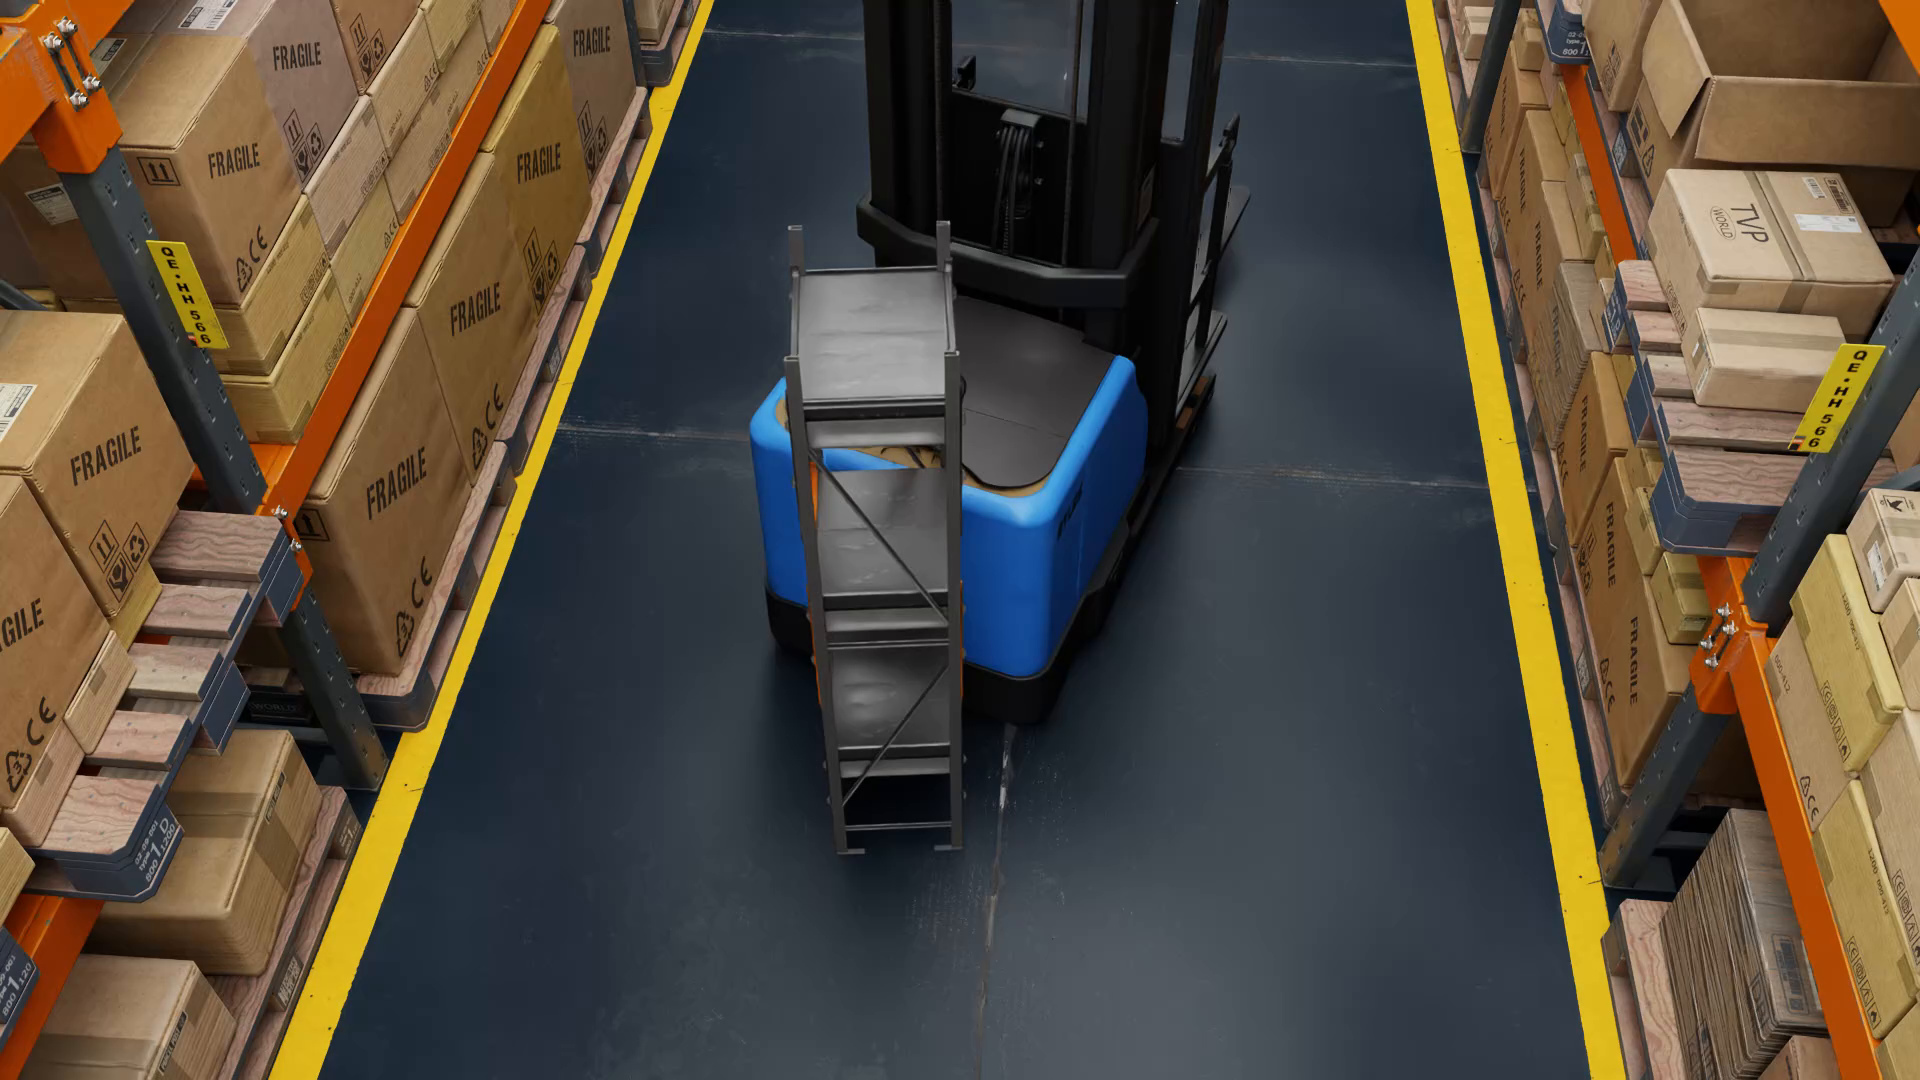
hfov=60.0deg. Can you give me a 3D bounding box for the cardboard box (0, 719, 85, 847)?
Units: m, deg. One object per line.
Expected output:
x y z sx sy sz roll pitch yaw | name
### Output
-2.168 0.519 3.629 0.380 0.149 0.250 2 48 2 | cardboard box

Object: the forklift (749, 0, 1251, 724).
0.378 -1.476 5.614 1.130 2.935 3.031 18 50 16 | forklift

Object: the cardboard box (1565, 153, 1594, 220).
2.567 -1.354 6.425 0.380 0.149 0.250 4 48 3 | cardboard box

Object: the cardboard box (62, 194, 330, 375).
-2.119 -0.729 4.647 0.500 0.250 0.500 4 48 3 | cardboard box

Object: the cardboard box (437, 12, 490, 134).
-1.992 -1.674 5.850 0.500 0.250 0.500 4 48 4 | cardboard box

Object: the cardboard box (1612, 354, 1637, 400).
2.478 -0.589 5.726 0.380 0.149 0.250 3 48 3 | cardboard box

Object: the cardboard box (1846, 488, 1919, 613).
2.210 0.037 3.676 0.380 0.149 0.250 5 48 5 | cardboard box

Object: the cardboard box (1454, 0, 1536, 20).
2.687 -2.774 8.323 0.396 0.266 0.258 5 48 5 | cardboard box

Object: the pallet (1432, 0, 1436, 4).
3.069 -3.326 9.149 1.003 0.211 1.213 4 48 4 | pallet

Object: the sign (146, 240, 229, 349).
-1.870 -0.590 4.026 0.100 0.325 0.005 4 48 4 | sign

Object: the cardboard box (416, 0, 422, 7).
-1.975 -2.088 5.381 0.500 0.500 0.500 5 48 4 | cardboard box

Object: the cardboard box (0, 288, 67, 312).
-2.620 -0.747 4.663 0.500 0.250 0.500 4 48 3 | cardboard box

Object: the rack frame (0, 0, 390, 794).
-2.411 -0.256 4.451 1.000 3.000 0.127 4 48 4 | rack frame

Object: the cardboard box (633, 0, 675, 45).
-1.883 -2.926 8.345 0.875 0.438 0.875 3 48 3 | cardboard box

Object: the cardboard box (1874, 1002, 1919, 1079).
2.158 1.184 3.236 0.500 0.250 0.500 2 48 2 | cardboard box

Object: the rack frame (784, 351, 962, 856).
-0.197 0.289 4.561 0.400 2.100 0.015 -2 48 -2 | rack frame

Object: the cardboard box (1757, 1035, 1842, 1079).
2.410 1.673 4.012 0.875 0.625 0.625 5 48 5 | cardboard box

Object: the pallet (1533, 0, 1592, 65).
2.715 -2.219 6.377 1.003 0.211 1.213 4 48 4 | pallet

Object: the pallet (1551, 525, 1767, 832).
2.638 0.470 5.677 1.003 0.211 1.213 4 48 4 | pallet

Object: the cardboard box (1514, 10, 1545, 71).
2.599 -2.135 7.140 0.380 0.149 0.250 6 48 5 | cardboard box

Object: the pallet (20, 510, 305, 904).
-2.370 0.340 4.036 1.213 0.211 1.003 4 48 4 | pallet

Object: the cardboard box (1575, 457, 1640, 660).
2.413 0.085 5.549 0.500 0.500 0.500 3 48 3 | cardboard box

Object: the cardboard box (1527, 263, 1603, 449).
2.486 -0.683 6.251 0.500 0.500 0.500 2 48 2 | cardboard box

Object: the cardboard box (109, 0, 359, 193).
-2.087 -1.338 4.696 0.500 0.500 0.500 4 48 4 | cardboard box

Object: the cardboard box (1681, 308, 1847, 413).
2.210 -0.490 4.551 0.380 0.149 0.250 5 48 4 | cardboard box

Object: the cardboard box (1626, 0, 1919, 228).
2.497 -1.313 5.064 0.797 0.503 0.637 3 48 3 | cardboard box

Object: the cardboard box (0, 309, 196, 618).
-2.176 -0.179 3.827 0.500 0.500 0.500 3 48 2 | cardboard box

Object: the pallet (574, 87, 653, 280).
-2.042 -1.682 7.645 1.003 0.211 1.213 4 48 4 | pallet

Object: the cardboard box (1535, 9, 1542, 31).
2.659 -2.232 7.026 0.380 0.149 0.250 3 48 3 | cardboard box

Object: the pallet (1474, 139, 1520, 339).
2.860 -1.322 7.317 1.003 0.211 1.213 4 48 4 | pallet

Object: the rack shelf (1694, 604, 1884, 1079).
2.350 1.788 3.069 1.077 0.370 4.000 4 48 4 | rack shelf

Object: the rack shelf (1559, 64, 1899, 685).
2.714 -1.151 5.758 1.077 0.370 4.000 4 48 4 | rack shelf

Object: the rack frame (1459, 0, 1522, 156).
2.897 -2.864 6.837 1.000 3.000 0.127 4 48 4 | rack frame

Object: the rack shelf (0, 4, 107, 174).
-2.594 0.444 2.265 1.077 0.370 4.000 4 48 4 | rack shelf

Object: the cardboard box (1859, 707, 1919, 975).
2.202 0.635 3.399 0.500 0.250 0.500 5 48 5 | cardboard box

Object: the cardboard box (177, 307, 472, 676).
-2.266 -0.182 5.539 0.875 0.875 0.875 3 48 3 | cardboard box

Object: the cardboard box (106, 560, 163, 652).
-2.159 0.146 3.969 0.380 0.149 0.250 5 48 4 | cardboard box

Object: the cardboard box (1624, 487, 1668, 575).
2.319 -0.024 5.209 0.380 0.149 0.250 2 48 2 | cardboard box

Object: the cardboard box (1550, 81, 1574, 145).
2.639 -1.737 6.776 0.380 0.149 0.250 2 48 2 | cardboard box

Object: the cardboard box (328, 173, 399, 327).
-2.087 -0.926 5.166 0.500 0.250 0.500 3 48 2 | cardboard box

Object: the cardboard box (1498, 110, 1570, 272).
2.590 -1.430 6.934 0.500 0.500 0.500 3 48 3 | cardboard box

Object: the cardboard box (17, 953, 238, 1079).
-2.532 1.447 4.390 0.950 0.372 0.625 3 48 3 | cardboard box

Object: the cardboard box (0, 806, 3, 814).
-2.257 0.573 3.139 0.500 0.500 0.500 1 48 1 | cardboard box

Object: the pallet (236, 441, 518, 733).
-2.264 0.111 6.005 1.003 0.211 1.213 4 48 4 | pallet

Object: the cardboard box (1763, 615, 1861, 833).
2.248 0.436 3.920 0.500 0.250 0.500 4 48 4 | cardboard box

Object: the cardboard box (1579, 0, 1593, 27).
2.388 -1.965 5.821 0.396 0.266 0.258 6 48 5 | cardboard box

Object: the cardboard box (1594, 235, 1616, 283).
2.547 -0.971 6.075 0.380 0.149 0.250 4 48 4 | cardboard box

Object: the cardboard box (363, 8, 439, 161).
-2.013 -1.475 5.329 0.500 0.250 0.500 4 48 3 | cardboard box

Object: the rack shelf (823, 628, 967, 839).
-0.206 0.591 5.252 0.431 0.518 0.480 -2 48 -2 | rack shelf

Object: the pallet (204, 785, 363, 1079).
-2.484 1.260 4.955 1.003 0.211 1.213 4 48 4 | pallet

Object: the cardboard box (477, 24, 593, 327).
-2.098 -1.494 6.739 0.875 0.875 0.875 5 48 5 | cardboard box

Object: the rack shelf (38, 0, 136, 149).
-2.229 -2.495 4.954 1.077 0.370 4.000 4 48 4 | rack shelf

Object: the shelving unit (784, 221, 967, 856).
-0.209 0.109 4.726 0.431 2.100 0.503 -2 48 -2 | shelving unit
